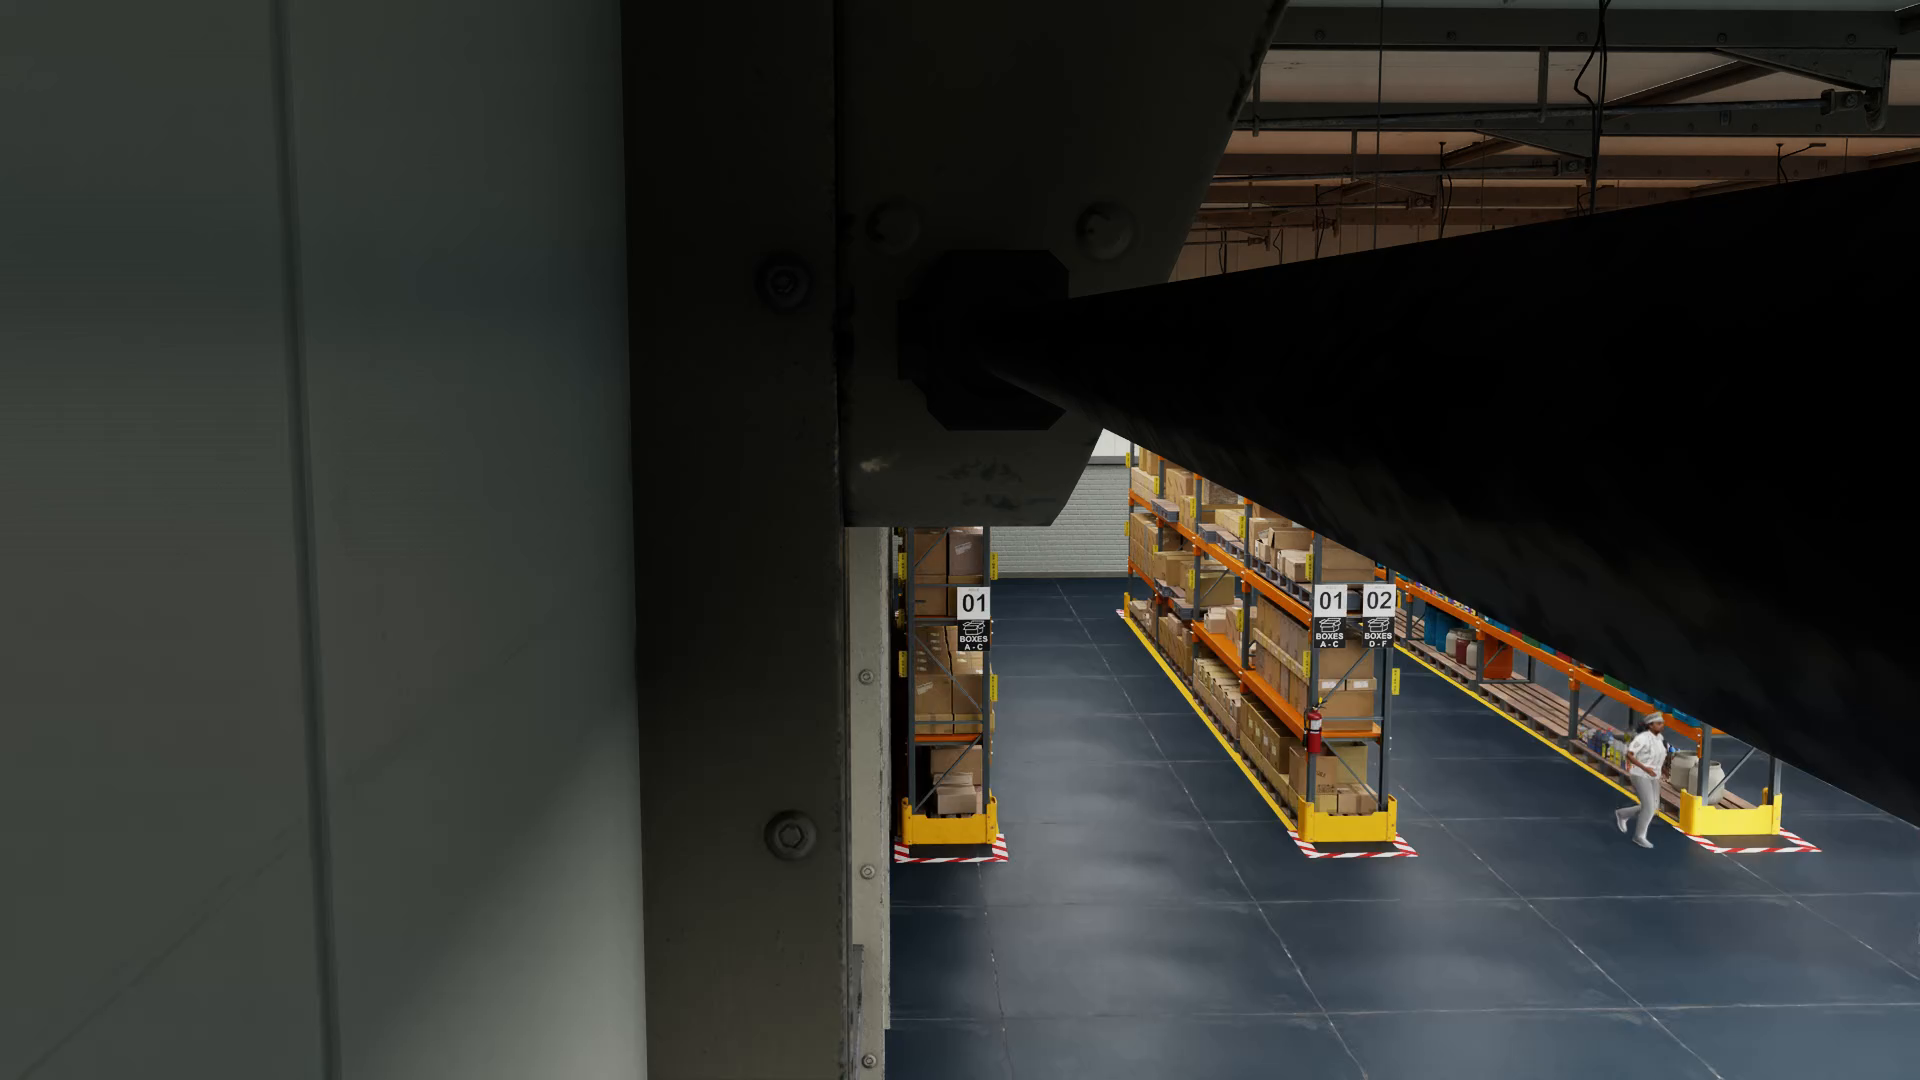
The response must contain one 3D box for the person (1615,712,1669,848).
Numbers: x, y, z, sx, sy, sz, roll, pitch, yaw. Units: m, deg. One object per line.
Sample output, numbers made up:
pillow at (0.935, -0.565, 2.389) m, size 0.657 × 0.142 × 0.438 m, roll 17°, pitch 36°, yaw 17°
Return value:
person at (8.430, 2.914, 20.528) m, size 0.597 × 1.654 × 0.624 m, roll -4°, pitch 8°, yaw -29°
